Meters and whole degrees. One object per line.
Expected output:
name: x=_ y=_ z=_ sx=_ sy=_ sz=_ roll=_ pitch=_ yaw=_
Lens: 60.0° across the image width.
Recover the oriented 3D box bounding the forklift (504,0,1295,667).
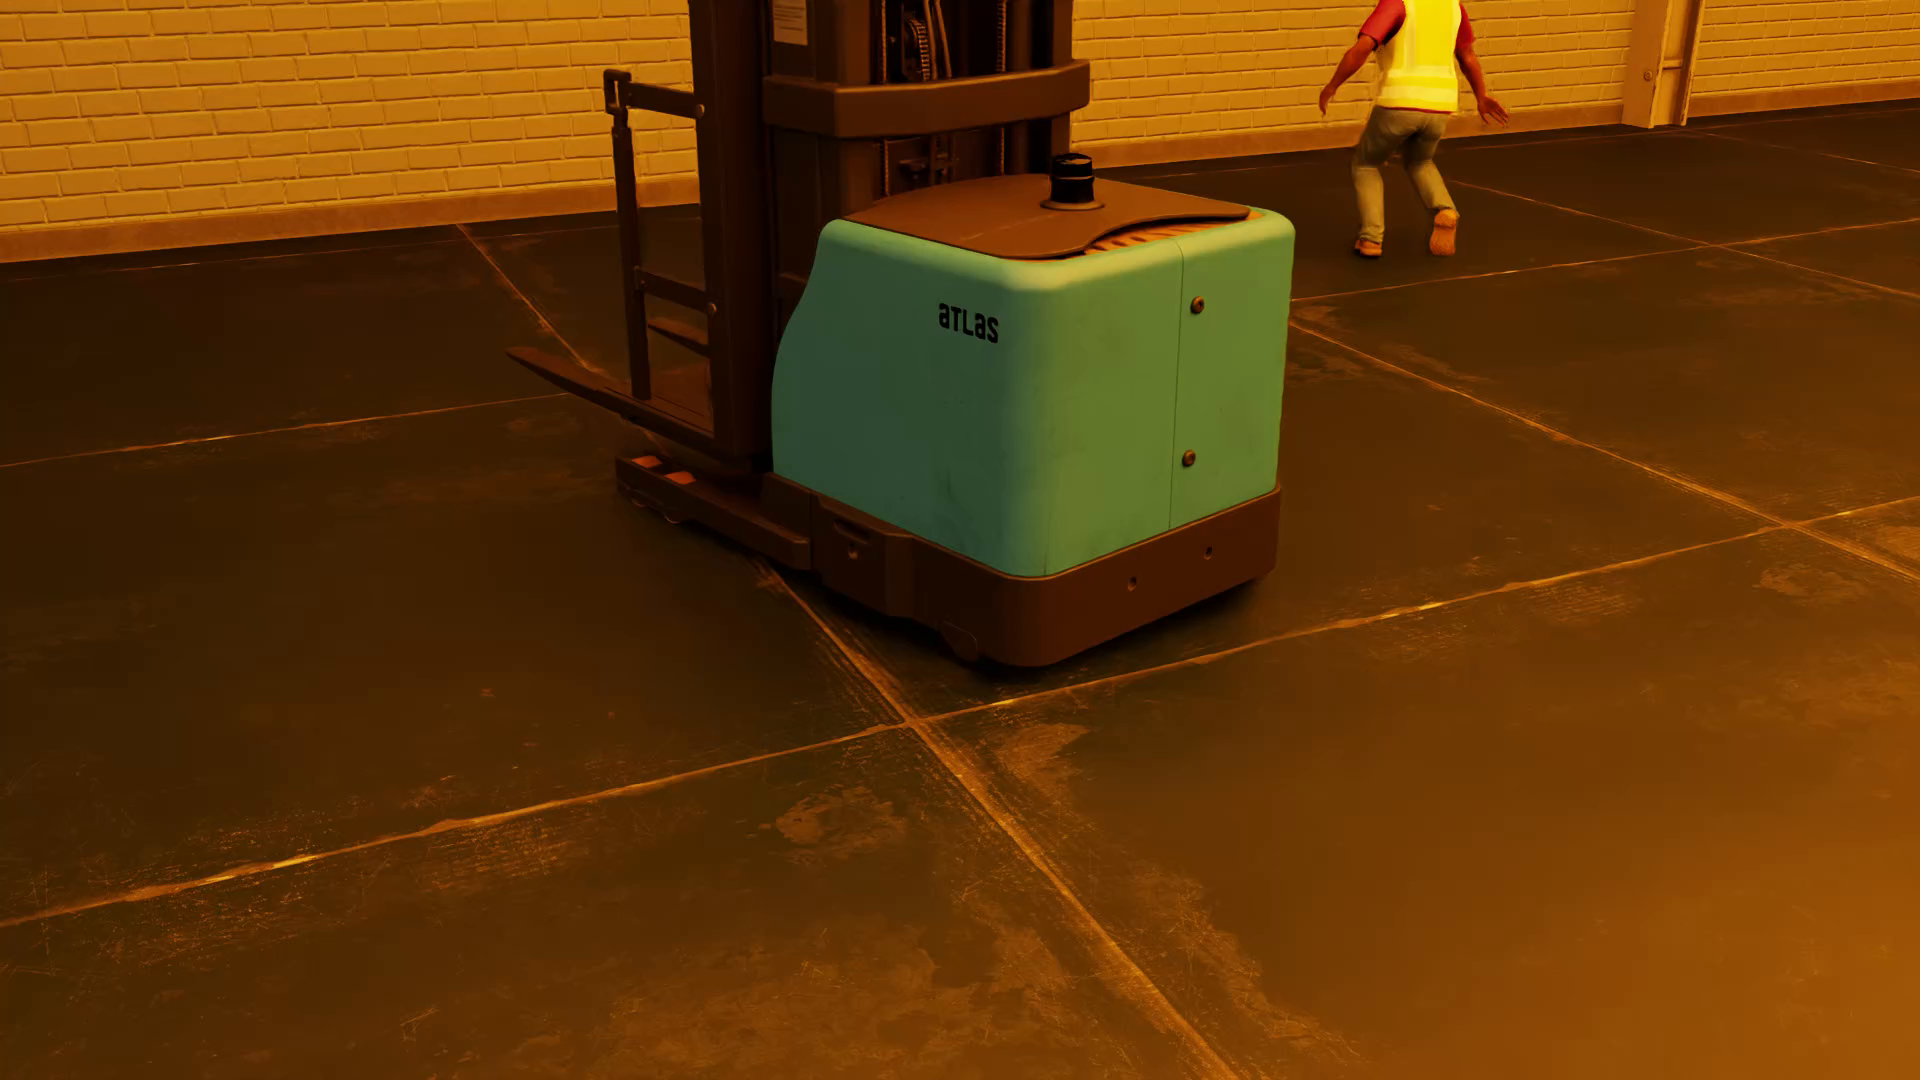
forklift: x=-0.457 y=-1.519 z=4.941 sx=1.130 sy=2.935 sz=3.031 roll=-19 pitch=29 yaw=-38

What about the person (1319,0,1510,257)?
person: x=2.347 y=-2.239 z=8.509 sx=1.009 sy=1.611 sz=0.545 roll=-8 pitch=24 yaw=-18
